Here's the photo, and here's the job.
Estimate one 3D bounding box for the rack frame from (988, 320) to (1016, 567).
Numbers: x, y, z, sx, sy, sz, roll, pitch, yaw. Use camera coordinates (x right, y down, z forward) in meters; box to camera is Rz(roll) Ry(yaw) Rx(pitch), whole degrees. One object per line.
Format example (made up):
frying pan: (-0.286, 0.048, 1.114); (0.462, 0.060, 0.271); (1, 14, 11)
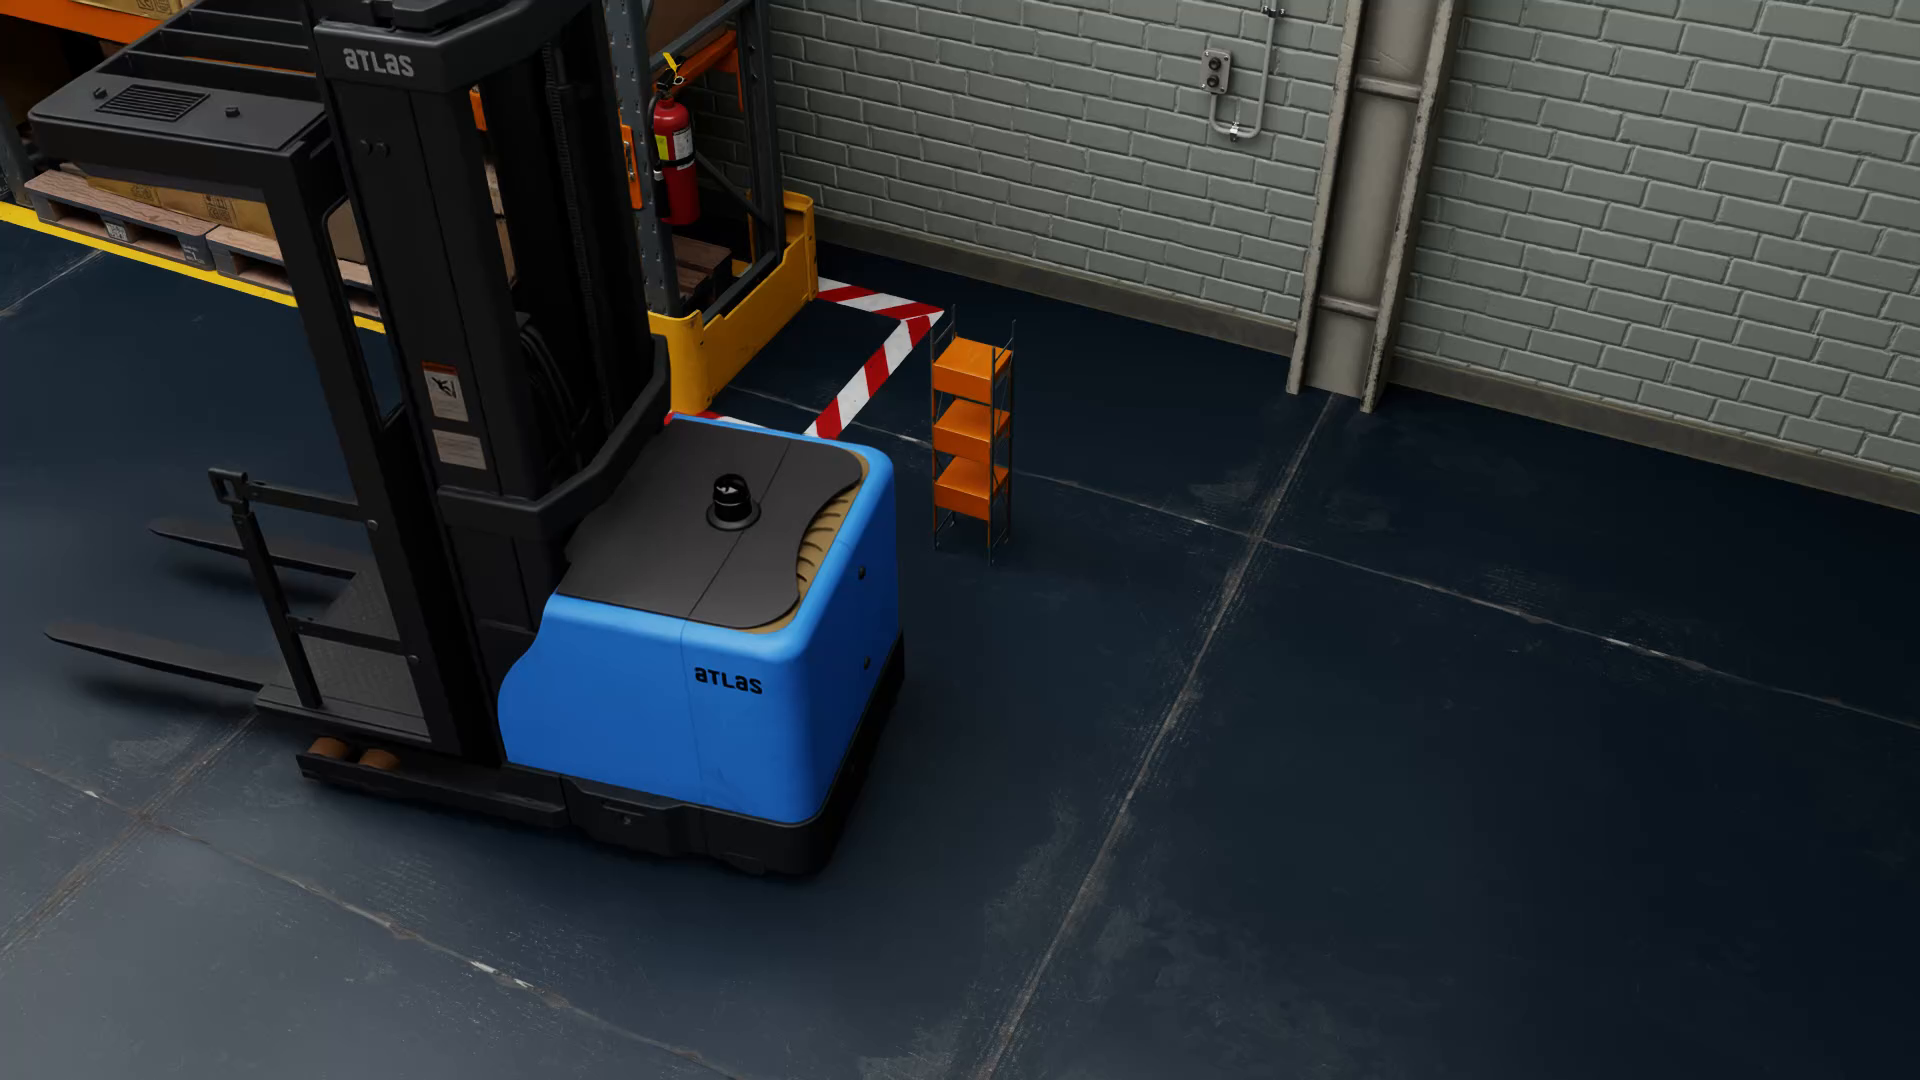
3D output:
rack frame: (0.159, -0.348, 6.350); (0.008, 1.050, 0.200); (17, 44, 19)

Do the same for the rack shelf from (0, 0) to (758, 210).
rack shelf: (-2.907, -2.358, 7.729); (4.000, 0.370, 1.077); (17, 44, 19)

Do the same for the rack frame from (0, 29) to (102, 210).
rack frame: (-4.720, -3.184, 8.133); (0.127, 3.000, 1.000); (17, 44, 19)

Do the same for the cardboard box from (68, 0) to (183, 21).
cardboard box: (-3.576, -2.932, 7.613); (0.700, 0.700, 0.980); (16, 43, 18)

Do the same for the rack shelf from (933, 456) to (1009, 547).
rack shelf: (0.048, -0.164, 6.578); (0.240, 0.259, 0.215); (17, 44, 19)

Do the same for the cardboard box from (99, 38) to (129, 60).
cardboard box: (-4.133, -2.533, 8.475); (0.250, 0.149, 0.380); (17, 44, 18)

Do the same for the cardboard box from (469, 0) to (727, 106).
cardboard box: (-1.561, -2.325, 6.913); (0.700, 0.700, 0.980); (19, 44, 21)

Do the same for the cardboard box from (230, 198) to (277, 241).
cardboard box: (-3.167, -1.845, 8.177); (0.500, 0.500, 0.700); (18, 44, 20)

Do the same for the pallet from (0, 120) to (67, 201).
pallet: (-5.451, -2.299, 9.241); (1.213, 0.211, 1.003); (17, 44, 19)

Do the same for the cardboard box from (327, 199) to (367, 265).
cardboard box: (-2.681, -1.702, 8.011); (0.500, 0.500, 0.700); (16, 43, 17)

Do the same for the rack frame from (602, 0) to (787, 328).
rack frame: (-1.095, -2.076, 6.855); (0.127, 3.000, 1.000); (17, 44, 19)

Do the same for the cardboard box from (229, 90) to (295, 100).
cardboard box: (-3.379, -2.027, 7.891); (0.250, 0.149, 0.380); (16, 43, 17)

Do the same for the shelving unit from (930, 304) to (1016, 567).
shelving unit: (0.048, -0.382, 6.389); (0.252, 1.050, 0.215); (17, 44, 19)

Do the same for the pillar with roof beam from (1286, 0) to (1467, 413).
pillar with roof beam: (-0.102, -1.553, 1.672); (0.400, 9.000, 9.100); (17, 44, 19)

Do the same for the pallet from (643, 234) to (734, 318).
pallet: (-1.853, -1.197, 7.970); (1.213, 0.211, 1.003); (17, 44, 19)

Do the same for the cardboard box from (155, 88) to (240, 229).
cardboard box: (-3.632, -1.989, 8.342); (0.500, 0.500, 0.700); (17, 44, 18)

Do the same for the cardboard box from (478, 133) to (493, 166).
cardboard box: (-2.197, -1.667, 7.476); (0.250, 0.149, 0.380); (18, 44, 20)

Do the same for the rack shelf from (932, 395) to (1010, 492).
rack shelf: (0.048, -0.374, 6.396); (0.240, 0.259, 0.215); (17, 44, 19)

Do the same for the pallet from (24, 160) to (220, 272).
pallet: (-4.064, -1.873, 8.750); (1.213, 0.211, 1.003); (17, 44, 19)

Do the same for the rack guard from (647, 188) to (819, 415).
rack guard: (-1.073, -1.125, 7.666); (0.348, 0.500, 1.175); (17, 44, 19)

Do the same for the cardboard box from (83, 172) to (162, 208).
cardboard box: (-4.085, -2.130, 8.505); (0.500, 0.500, 0.700); (18, 44, 19)

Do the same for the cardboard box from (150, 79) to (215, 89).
cardboard box: (-3.852, -2.172, 8.058); (0.250, 0.149, 0.380); (18, 44, 20)

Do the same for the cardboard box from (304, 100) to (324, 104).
cardboard box: (-2.953, -2.174, 8.061); (0.250, 0.149, 0.380); (16, 43, 18)

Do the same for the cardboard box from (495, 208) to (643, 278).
cardboard box: (-1.771, -1.424, 7.691); (0.500, 0.500, 0.700); (17, 44, 19)

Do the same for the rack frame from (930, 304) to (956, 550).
rack frame: (-0.062, -0.416, 6.428); (0.008, 1.050, 0.200); (17, 44, 19)

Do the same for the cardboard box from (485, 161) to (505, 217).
cardboard box: (-1.965, -1.597, 7.395); (0.250, 0.149, 0.380); (16, 44, 18)

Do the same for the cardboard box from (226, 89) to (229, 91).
cardboard box: (-3.415, -2.316, 8.224); (0.250, 0.149, 0.380); (16, 43, 17)

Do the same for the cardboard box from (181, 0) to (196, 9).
cardboard box: (-2.912, -2.736, 7.387); (0.700, 0.700, 0.980); (15, 43, 17)

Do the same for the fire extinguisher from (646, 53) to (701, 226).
fire extinguisher: (-1.153, -1.590, 6.638); (0.183, 0.674, 0.296); (17, 44, 19)

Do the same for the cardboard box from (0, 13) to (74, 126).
cardboard box: (-5.364, -2.633, 8.818); (0.750, 0.750, 0.750); (17, 44, 19)

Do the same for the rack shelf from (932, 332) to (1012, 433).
rack shelf: (0.048, -0.588, 6.210); (0.240, 0.259, 0.215); (17, 44, 19)

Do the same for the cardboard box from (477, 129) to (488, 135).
cardboard box: (-2.033, -1.893, 7.737); (0.250, 0.149, 0.380); (17, 44, 19)

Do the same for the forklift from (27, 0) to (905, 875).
forklift: (-1.777, -0.550, 5.146); (3.031, 2.935, 1.130); (10, 42, 12)

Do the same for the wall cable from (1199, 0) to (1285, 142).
wall cable: (0.465, -2.667, 6.761); (1.851, 1.984, 0.084); (17, 44, 19)

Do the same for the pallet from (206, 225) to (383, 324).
pallet: (-2.954, -1.536, 8.361); (1.213, 0.211, 1.003); (17, 44, 19)

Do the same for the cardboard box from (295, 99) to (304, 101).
cardboard box: (-3.187, -2.245, 8.143); (0.250, 0.149, 0.380); (17, 44, 19)
